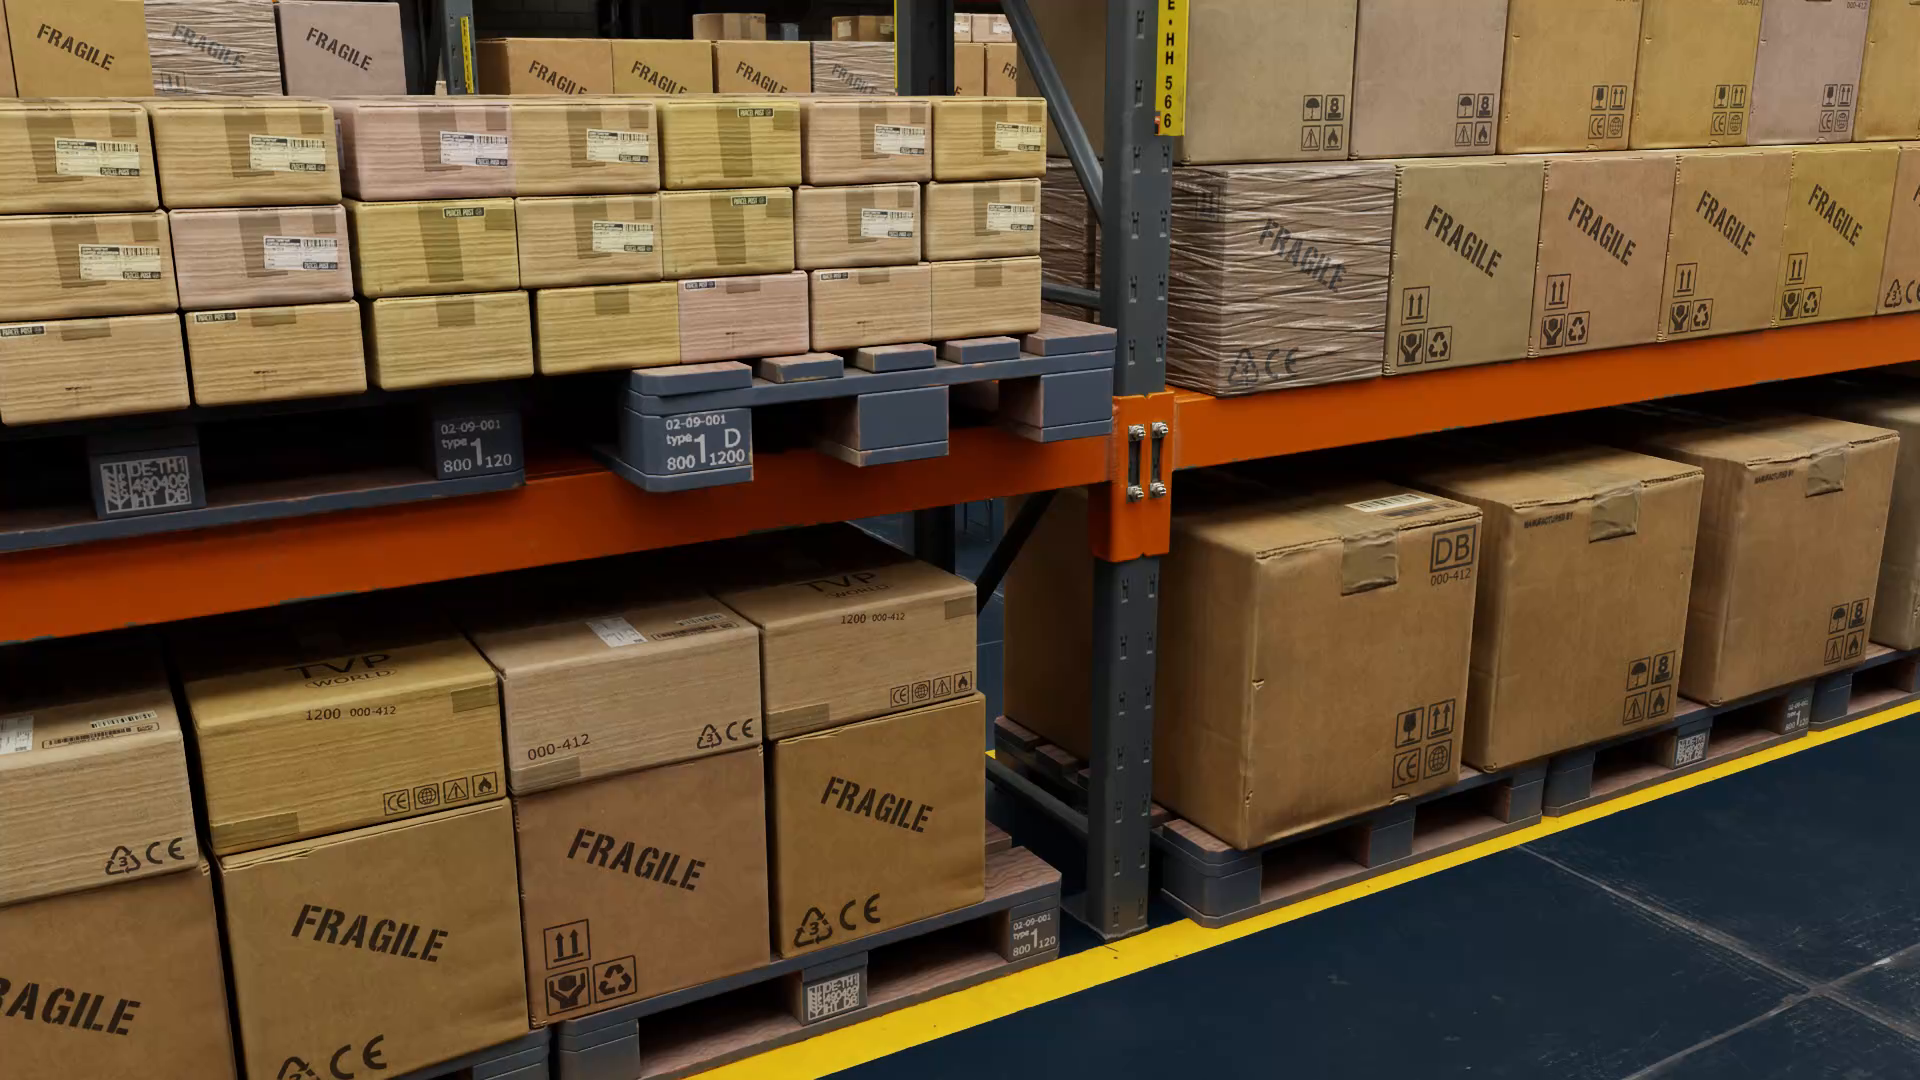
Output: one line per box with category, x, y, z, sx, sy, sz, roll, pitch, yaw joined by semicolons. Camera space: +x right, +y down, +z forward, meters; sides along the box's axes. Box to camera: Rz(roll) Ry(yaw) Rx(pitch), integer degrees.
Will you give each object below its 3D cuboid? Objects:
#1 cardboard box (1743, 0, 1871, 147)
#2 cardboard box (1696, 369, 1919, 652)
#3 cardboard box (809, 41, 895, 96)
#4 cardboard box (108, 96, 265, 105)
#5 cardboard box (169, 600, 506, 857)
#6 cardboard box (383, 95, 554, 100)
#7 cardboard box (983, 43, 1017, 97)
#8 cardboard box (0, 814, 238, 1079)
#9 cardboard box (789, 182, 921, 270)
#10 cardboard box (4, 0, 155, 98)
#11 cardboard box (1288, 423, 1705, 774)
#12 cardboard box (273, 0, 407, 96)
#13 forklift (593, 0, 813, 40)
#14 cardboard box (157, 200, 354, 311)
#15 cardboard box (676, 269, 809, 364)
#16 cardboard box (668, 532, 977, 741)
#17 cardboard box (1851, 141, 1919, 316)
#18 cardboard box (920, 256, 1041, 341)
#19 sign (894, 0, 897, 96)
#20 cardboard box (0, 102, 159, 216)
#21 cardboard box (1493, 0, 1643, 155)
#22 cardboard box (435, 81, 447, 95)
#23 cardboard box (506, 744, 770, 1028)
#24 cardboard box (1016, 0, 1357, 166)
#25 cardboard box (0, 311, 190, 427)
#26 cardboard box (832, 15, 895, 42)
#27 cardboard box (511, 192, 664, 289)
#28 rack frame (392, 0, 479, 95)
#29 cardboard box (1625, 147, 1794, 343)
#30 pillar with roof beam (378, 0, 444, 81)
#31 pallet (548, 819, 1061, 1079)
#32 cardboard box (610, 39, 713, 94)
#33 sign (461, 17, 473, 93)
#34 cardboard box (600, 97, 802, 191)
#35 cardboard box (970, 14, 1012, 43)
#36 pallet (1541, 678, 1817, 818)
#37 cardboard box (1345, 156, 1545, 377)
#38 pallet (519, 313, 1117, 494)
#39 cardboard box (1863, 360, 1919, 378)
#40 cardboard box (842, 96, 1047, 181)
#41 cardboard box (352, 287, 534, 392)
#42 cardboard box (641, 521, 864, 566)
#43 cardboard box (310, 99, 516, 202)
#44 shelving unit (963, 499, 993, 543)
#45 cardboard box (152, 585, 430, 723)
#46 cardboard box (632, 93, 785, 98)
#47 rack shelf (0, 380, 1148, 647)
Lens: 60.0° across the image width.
cardboard box;2.278;-1.476;5.081;0.500;0.500;0.700;-9;18;-29
cardboard box;3.088;-0.171;5.853;0.750;0.750;1.050;-9;18;-30
cardboard box;-0.658;-2.354;8.736;0.500;0.500;0.500;-10;19;-32
cardboard box;-1.476;-0.768;3.179;0.250;0.149;0.380;-9;18;-28
cardboard box;-1.177;0.333;3.130;0.500;0.250;0.500;-9;18;-28
cardboard box;-1.019;-0.844;3.447;0.250;0.149;0.380;-10;19;-32
cardboard box;0.236;-2.497;9.247;0.500;0.500;0.500;-9;18;-29
cardboard box;-1.619;0.763;2.983;0.500;0.500;0.500;-9;18;-29
cardboard box;-0.271;-0.616;3.187;0.250;0.149;0.380;-8;18;-28
cardboard box;-3.664;-1.991;6.917;0.500;0.500;0.500;-9;18;-30
cardboard box;1.461;0.092;4.915;0.750;0.750;1.050;-9;18;-29
cardboard box;-2.799;-2.132;7.419;0.500;0.500;0.500;-10;18;-31
forklift;-1.607;-2.594;11.234;3.031;2.935;1.130;-9;18;-29
cardboard box;-1.148;-0.474;2.679;0.250;0.149;0.380;-9;18;-28
cardboard box;-0.475;-0.440;3.108;0.250;0.149;0.380;-9;18;-29
cardboard box;-0.306;0.193;3.628;0.500;0.250;0.500;-10;18;-31
cardboard box;2.831;-1.003;5.244;0.500;0.500;0.500;-9;18;-30
cardboard box;-0.041;-0.509;3.357;0.250;0.149;0.380;-9;18;-29
sign;-0.143;-1.289;4.304;0.005;0.325;0.100;-9;18;-30
cardboard box;-1.372;-0.581;2.512;0.250;0.149;0.380;-9;18;-28
cardboard box;1.407;-1.335;4.578;0.500;0.500;0.700;-10;18;-31
cardboard box;-3.972;-3.337;12.371;0.250;0.149;0.380;-9;18;-29
cardboard box;-0.731;0.622;3.488;0.500;0.500;0.500;-8;18;-27
cardboard box;0.535;-1.193;4.070;0.500;0.500;0.700;-9;18;-30
cardboard box;-1.375;-0.294;2.588;0.250;0.149;0.380;-10;19;-32
cardboard box;-0.525;-2.838;9.260;0.250;0.149;0.380;-8;18;-27
cardboard box;-0.710;-0.544;2.930;0.250;0.149;0.380;-9;18;-30
rack frame;-2.490;-1.734;8.040;0.127;3.000;1.000;-9;18;-30
cardboard box;1.964;-0.861;4.740;0.500;0.500;0.500;-9;18;-30
pillar with roof beam;-2.180;-5.165;9.162;0.400;9.000;9.100;-9;18;-30
pallet;-0.525;0.848;3.994;1.213;0.211;1.003;-9;18;-30
cardboard box;-1.543;-2.211;8.226;0.500;0.500;0.500;-8;18;-27
sign;-2.202;-2.164;7.427;0.005;0.325;0.100;-9;18;-30
cardboard box;-0.480;-0.726;3.027;0.250;0.149;0.380;-9;18;-28
cardboard box;0.075;-2.781;9.057;0.250;0.149;0.380;-10;18;-31
pallet;1.905;0.479;5.310;1.213;0.211;1.003;-9;18;-30
cardboard box;1.104;-0.723;4.245;0.500;0.500;0.500;-9;18;-30
pallet;-0.411;-0.387;3.589;1.003;0.211;1.213;-9;18;-30
cardboard box;4.149;-0.410;6.472;0.875;0.875;0.875;-9;18;-29
cardboard box;-0.039;-0.797;3.280;0.250;0.149;0.380;-10;19;-32
cardboard box;-0.920;-0.368;2.852;0.250;0.149;0.380;-10;19;-32
cardboard box;-0.570;0.077;4.042;0.500;0.250;0.500;-10;19;-32
cardboard box;-0.916;-0.656;2.777;0.250;0.149;0.380;-9;18;-30
shelving unit;-0.007;-0.432;7.284;0.210;0.900;0.258;-9;18;-30
cardboard box;-1.436;0.213;3.555;0.500;0.250;0.500;-9;18;-29
cardboard box;-0.579;-0.913;3.696;0.250;0.149;0.380;-10;18;-31
rack shelf;-1.569;0.021;3.109;4.000;0.370;1.077;-9;18;-30
